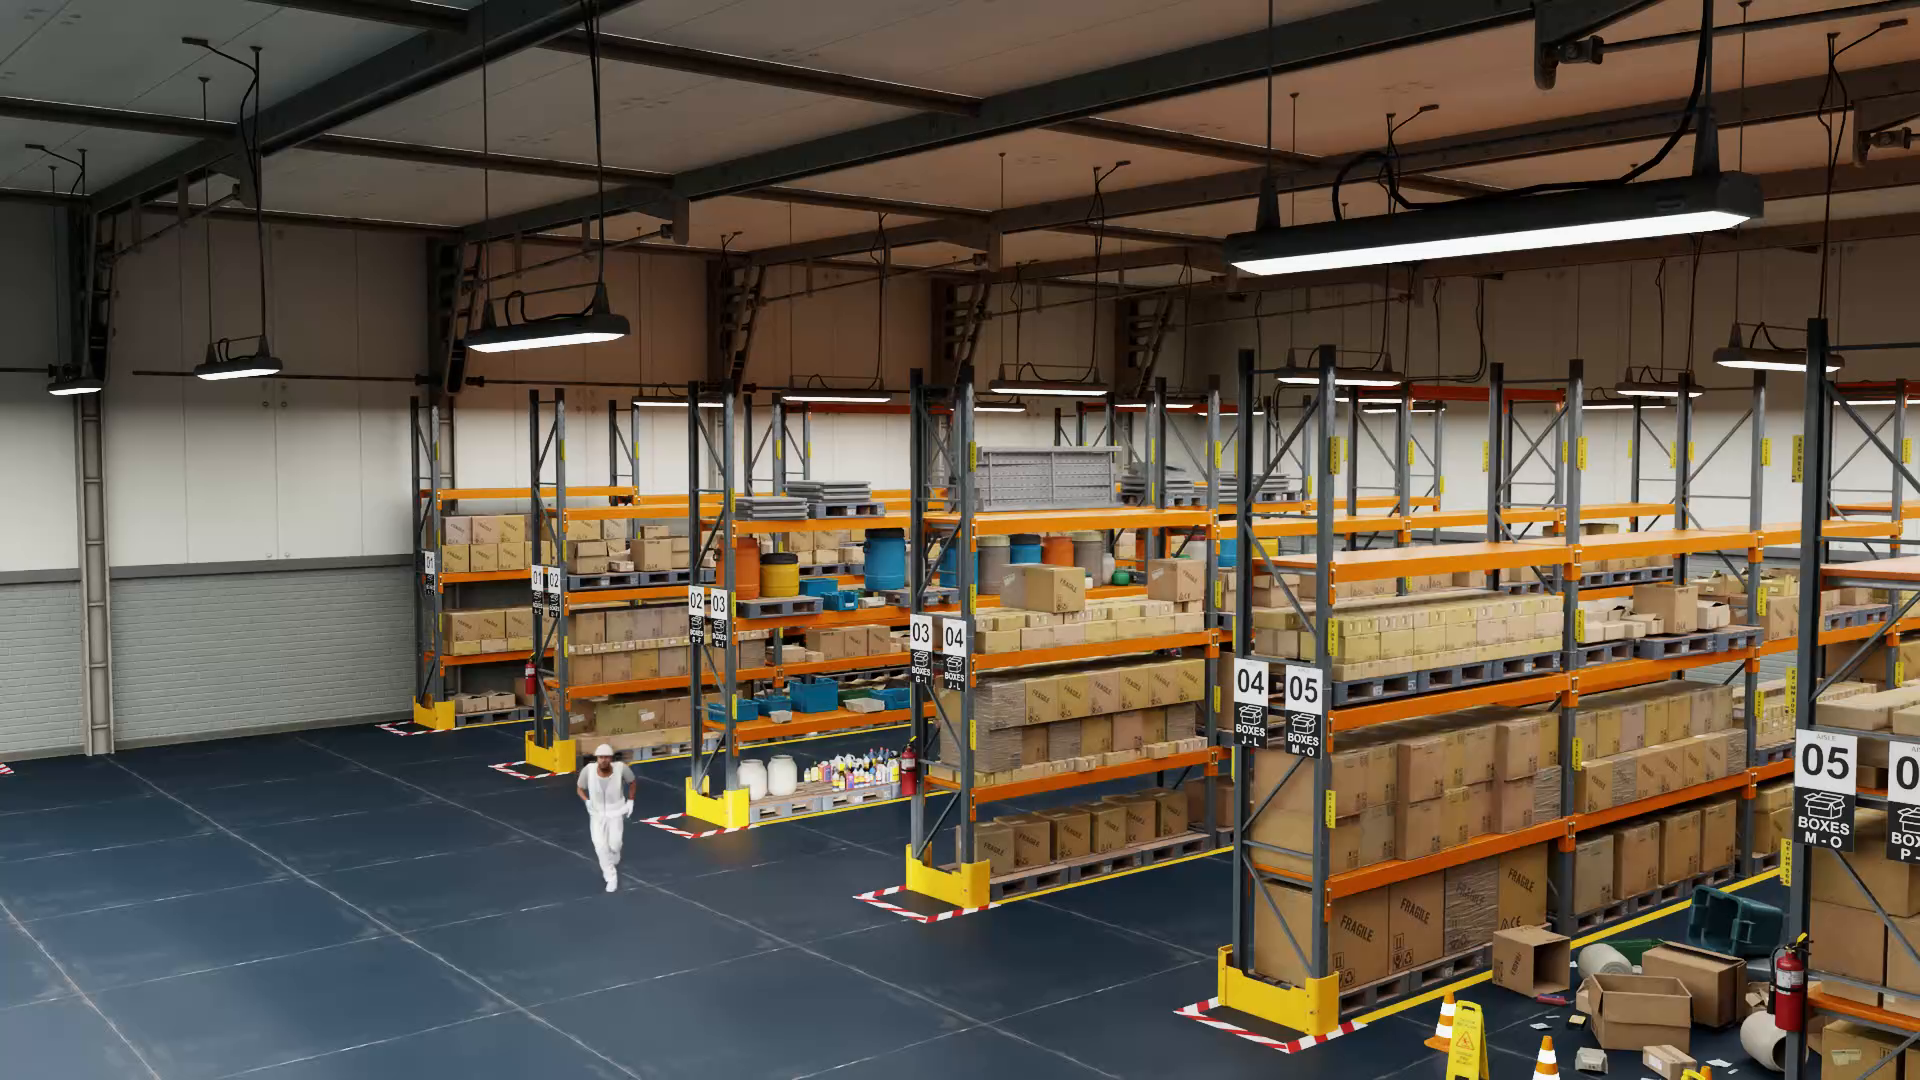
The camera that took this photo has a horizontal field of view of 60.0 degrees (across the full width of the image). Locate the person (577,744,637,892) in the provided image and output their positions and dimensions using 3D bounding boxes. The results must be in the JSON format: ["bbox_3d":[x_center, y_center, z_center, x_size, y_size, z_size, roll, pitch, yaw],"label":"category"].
[{"bbox_3d":[-4.094,3.189,19.303,0.672,1.730,0.767,0,3,-4],"label":"person"}]

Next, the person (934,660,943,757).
[{"bbox_3d":[-0.247,2.743,27.093,0.561,1.625,0.605,-3,4,-39],"label":"person"}]
